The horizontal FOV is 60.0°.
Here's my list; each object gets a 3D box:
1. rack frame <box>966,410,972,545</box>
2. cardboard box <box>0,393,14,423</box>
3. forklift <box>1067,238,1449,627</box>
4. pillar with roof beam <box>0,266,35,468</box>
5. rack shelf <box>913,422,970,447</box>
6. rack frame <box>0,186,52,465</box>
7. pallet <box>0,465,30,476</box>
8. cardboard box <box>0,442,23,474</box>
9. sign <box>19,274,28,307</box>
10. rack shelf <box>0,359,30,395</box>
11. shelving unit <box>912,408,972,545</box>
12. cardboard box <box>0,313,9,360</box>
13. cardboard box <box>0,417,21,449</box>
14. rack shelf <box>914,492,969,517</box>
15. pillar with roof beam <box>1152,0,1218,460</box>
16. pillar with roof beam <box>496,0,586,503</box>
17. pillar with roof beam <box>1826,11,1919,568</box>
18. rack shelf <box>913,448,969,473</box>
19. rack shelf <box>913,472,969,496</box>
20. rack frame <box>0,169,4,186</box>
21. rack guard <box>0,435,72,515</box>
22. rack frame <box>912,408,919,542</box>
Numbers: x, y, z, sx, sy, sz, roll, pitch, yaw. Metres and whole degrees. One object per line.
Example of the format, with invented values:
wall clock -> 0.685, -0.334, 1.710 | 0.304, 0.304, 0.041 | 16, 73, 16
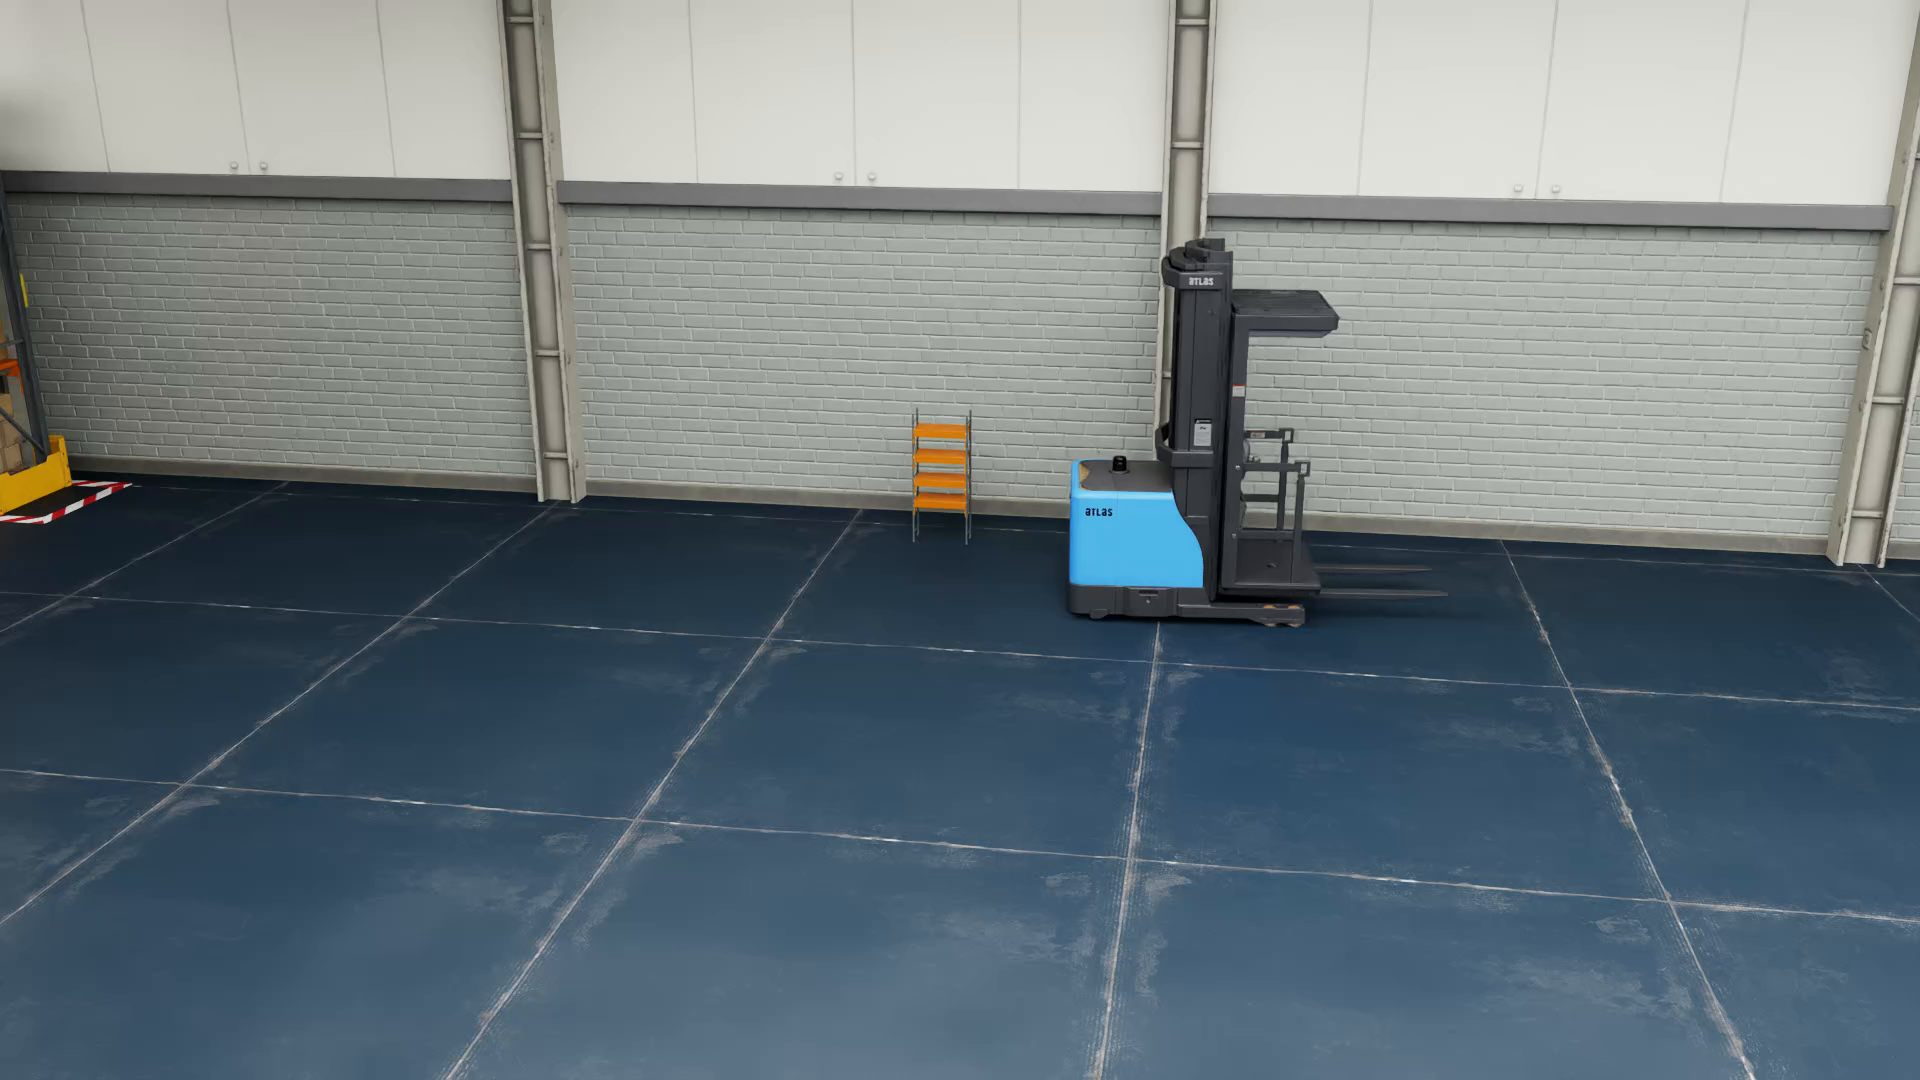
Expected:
rack frame -> 0.077, -0.565, 15.048 | 0.015, 1.200, 0.240 | 3, 19, 9
cardboard box -> -9.766, -1.280, 16.445 | 0.500, 0.250, 0.500 | 3, 19, 8
forklift -> 2.400, -0.874, 13.242 | 3.031, 2.935, 1.130 | 1, 19, 3
pillar with roof beam -> -10.549, -3.641, 11.950 | 0.400, 9.000, 9.100 | 3, 19, 9
rack shelf -> -0.163, -0.950, 14.960 | 0.480, 0.148, 0.258 | 3, 19, 9
rack frame -> -9.321, -1.827, 15.984 | 0.127, 3.000, 1.000 | 3, 19, 9
pallet -> -10.083, -0.531, 16.503 | 1.213, 0.211, 1.003 | 3, 19, 9
cardboard box -> -9.775, -0.809, 16.611 | 0.500, 0.250, 0.500 | 3, 19, 9
sign -> -9.227, -2.449, 16.353 | 0.005, 0.325, 0.100 | 3, 19, 9
rack shelf -> -11.296, -1.587, 16.399 | 4.000, 0.370, 1.077 | 3, 19, 9
shelving unit -> -0.163, -0.577, 15.084 | 0.503, 1.200, 0.258 | 3, 19, 9
cardboard box -> -9.766, -1.987, 16.303 | 0.500, 0.500, 0.500 | 4, 19, 10
cardboard box -> -9.753, -1.048, 16.540 | 0.500, 0.250, 0.500 | 3, 19, 10
rack shelf -> -0.163, -0.325, 15.169 | 0.480, 0.148, 0.258 | 3, 19, 9
pillar with roof beam -> 1.300, -3.037, 10.145 | 0.400, 9.000, 9.100 | 3, 19, 9
pillar with roof beam -> -4.625, -3.339, 11.048 | 0.400, 9.000, 9.100 | 3, 19, 9
pillar with roof beam -> 7.224, -2.735, 9.243 | 0.400, 9.000, 9.100 | 3, 19, 9
rack shelf -> -0.163, -0.726, 15.035 | 0.480, 0.148, 0.258 | 3, 19, 9
rack shelf -> -0.163, -0.514, 15.106 | 0.480, 0.148, 0.258 | 3, 19, 9
rack frame -> -9.321, -4.672, 15.033 | 0.127, 3.000, 1.000 | 3, 19, 9
rack guard -> -9.298, -0.641, 16.377 | 0.348, 0.500, 1.175 | 3, 19, 9
rack frame -> -0.404, -0.590, 15.121 | 0.015, 1.200, 0.240 | 3, 19, 9
